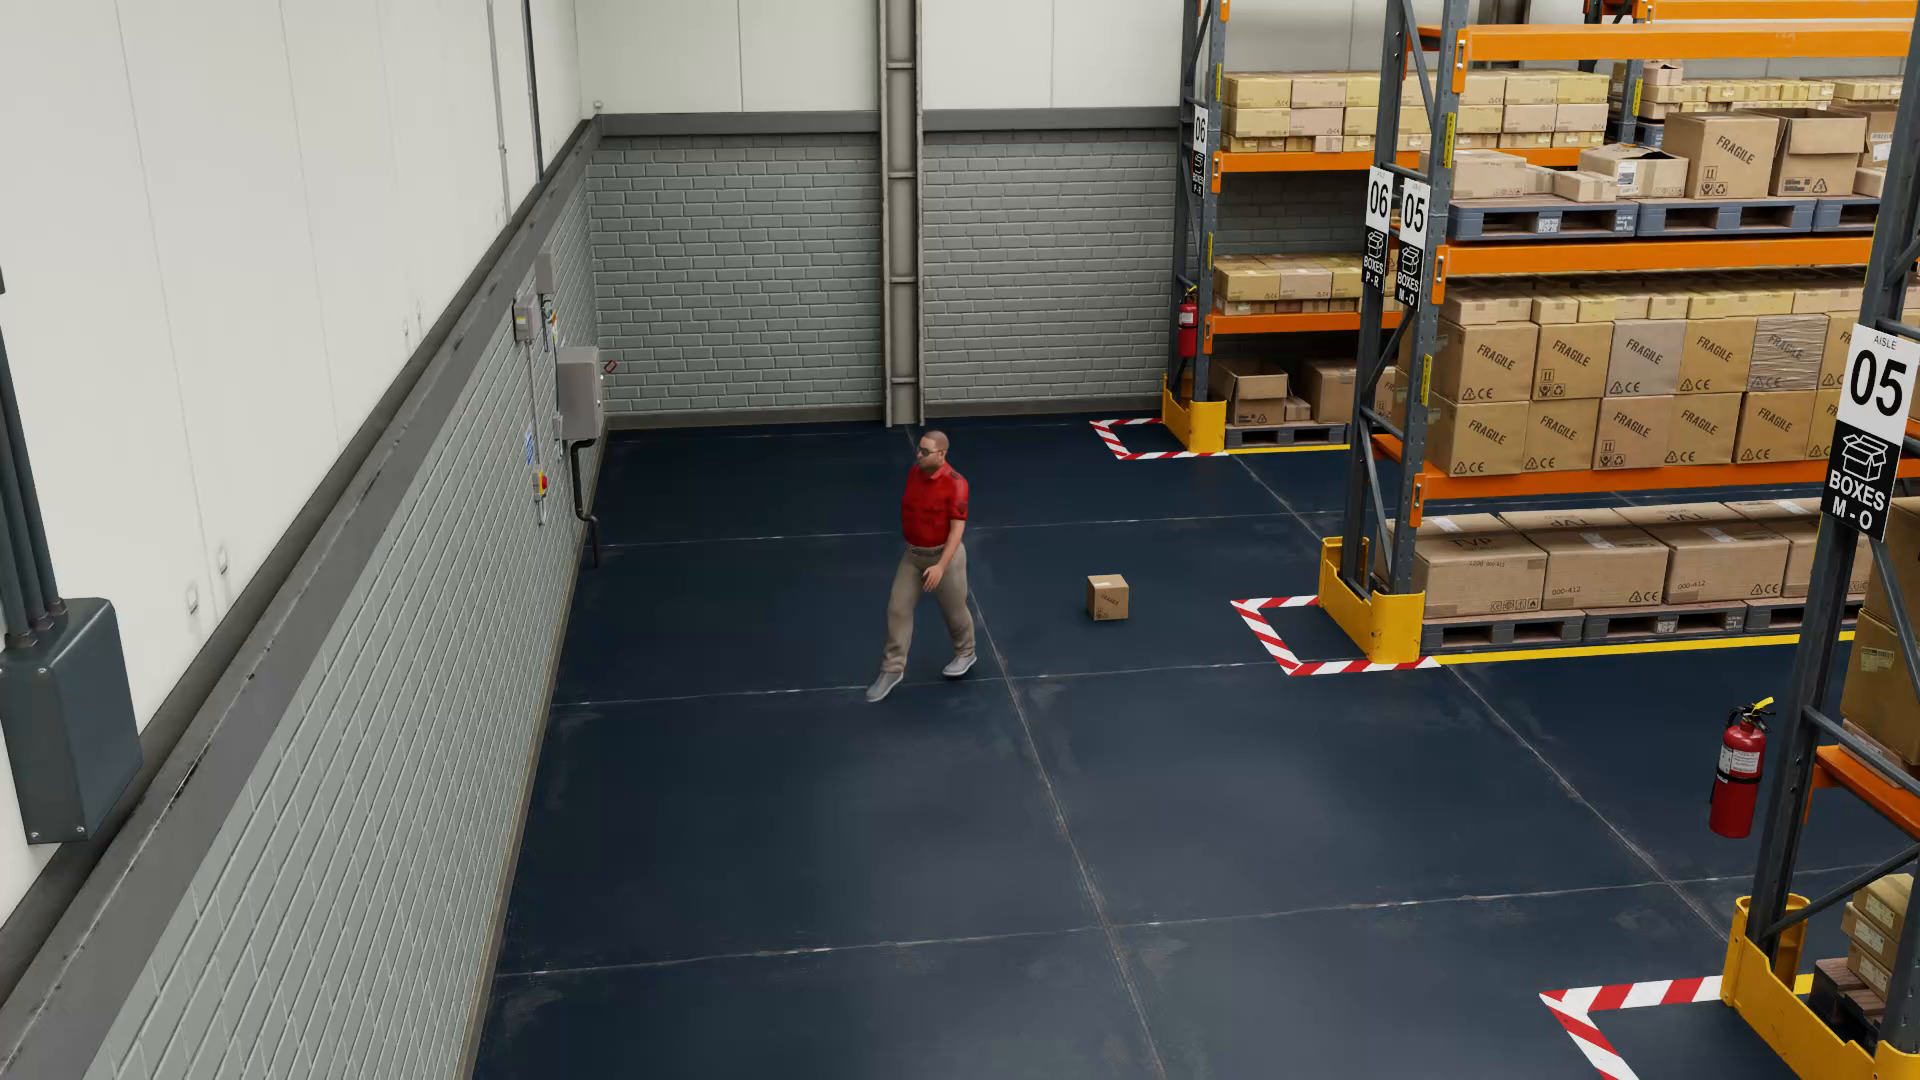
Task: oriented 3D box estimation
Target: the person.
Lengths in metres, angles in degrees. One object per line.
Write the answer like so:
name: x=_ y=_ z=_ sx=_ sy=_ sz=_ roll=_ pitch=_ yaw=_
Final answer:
person: x=-0.216 y=0.156 z=10.685 sx=0.550 sy=1.742 sz=0.857 roll=16 pitch=25 yaw=37
